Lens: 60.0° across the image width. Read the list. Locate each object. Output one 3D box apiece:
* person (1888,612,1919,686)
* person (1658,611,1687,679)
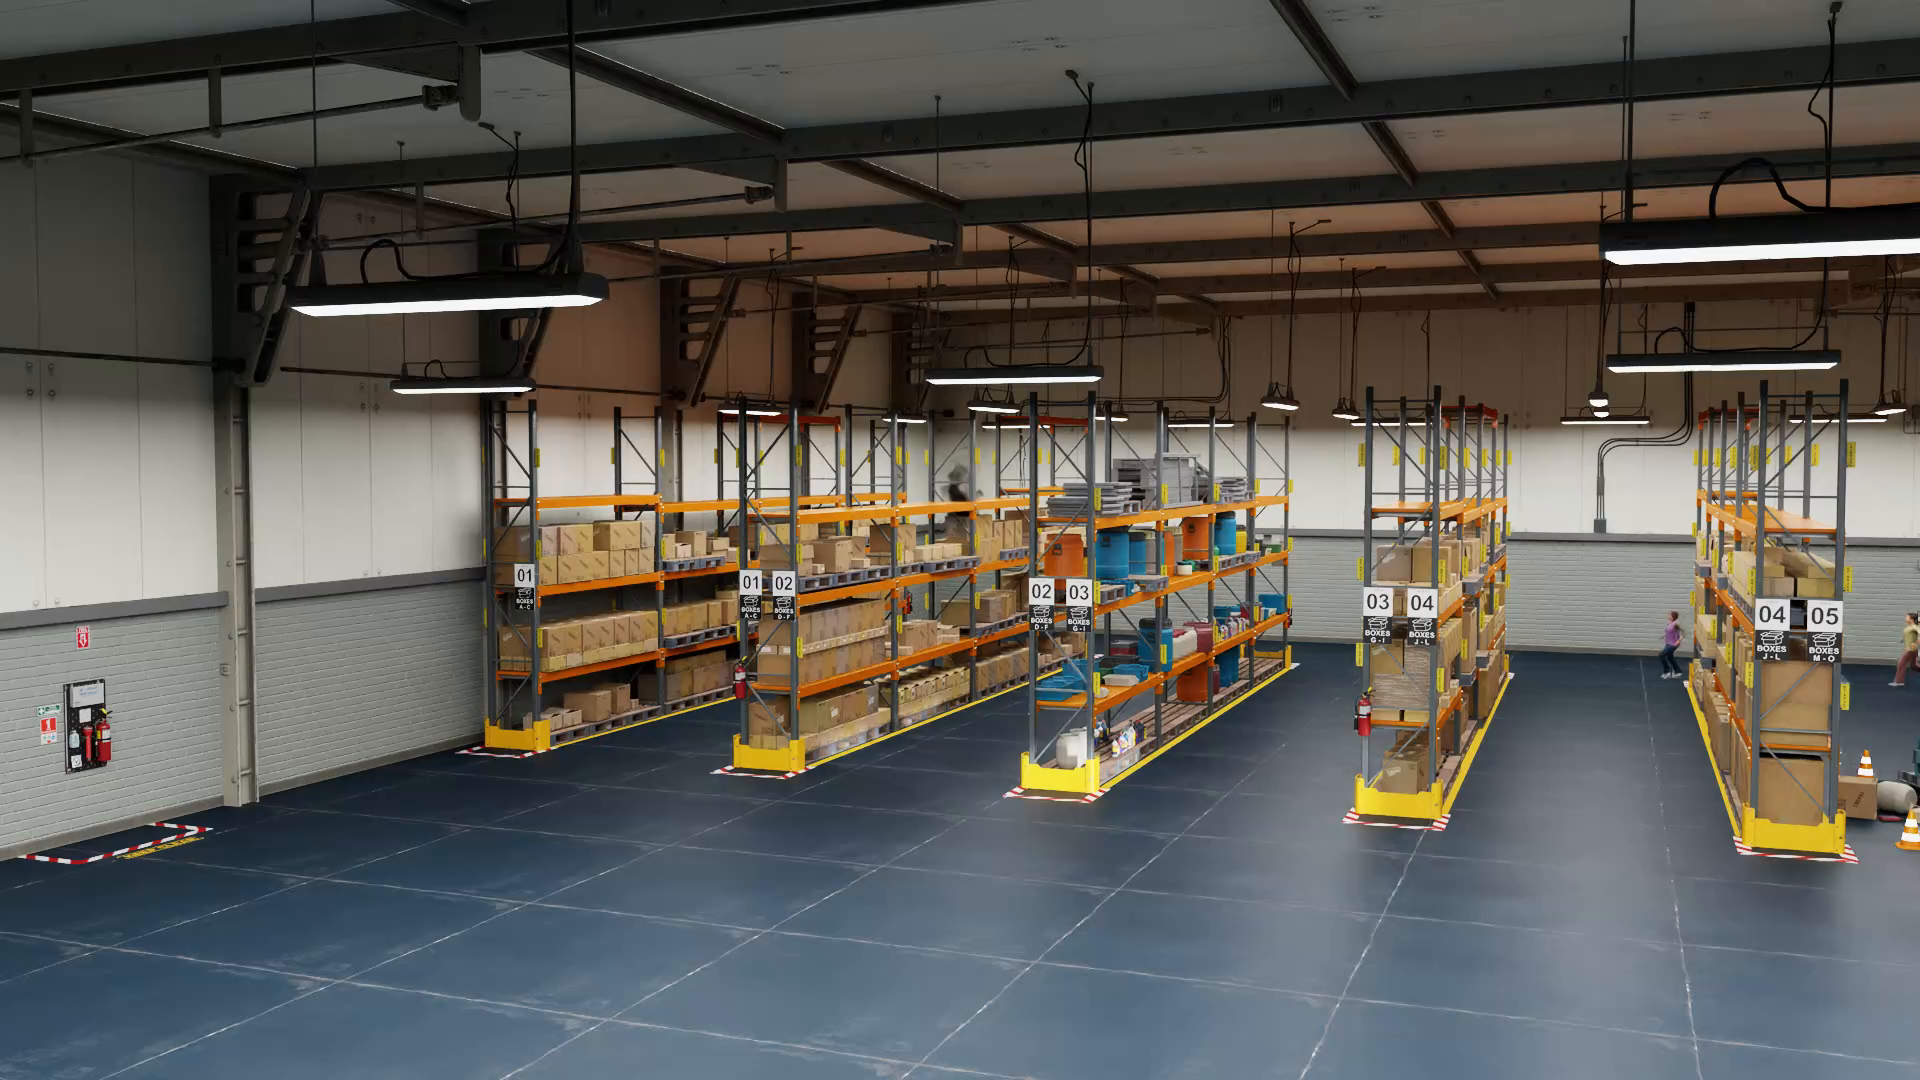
[{"bbox_3d":[20.718,2.391,36.134,0.894,1.651,0.612,1,3,24],"label":"person"},{"bbox_3d":[16.065,2.374,37.498,0.613,1.586,0.605,0,3,0],"label":"person"}]
